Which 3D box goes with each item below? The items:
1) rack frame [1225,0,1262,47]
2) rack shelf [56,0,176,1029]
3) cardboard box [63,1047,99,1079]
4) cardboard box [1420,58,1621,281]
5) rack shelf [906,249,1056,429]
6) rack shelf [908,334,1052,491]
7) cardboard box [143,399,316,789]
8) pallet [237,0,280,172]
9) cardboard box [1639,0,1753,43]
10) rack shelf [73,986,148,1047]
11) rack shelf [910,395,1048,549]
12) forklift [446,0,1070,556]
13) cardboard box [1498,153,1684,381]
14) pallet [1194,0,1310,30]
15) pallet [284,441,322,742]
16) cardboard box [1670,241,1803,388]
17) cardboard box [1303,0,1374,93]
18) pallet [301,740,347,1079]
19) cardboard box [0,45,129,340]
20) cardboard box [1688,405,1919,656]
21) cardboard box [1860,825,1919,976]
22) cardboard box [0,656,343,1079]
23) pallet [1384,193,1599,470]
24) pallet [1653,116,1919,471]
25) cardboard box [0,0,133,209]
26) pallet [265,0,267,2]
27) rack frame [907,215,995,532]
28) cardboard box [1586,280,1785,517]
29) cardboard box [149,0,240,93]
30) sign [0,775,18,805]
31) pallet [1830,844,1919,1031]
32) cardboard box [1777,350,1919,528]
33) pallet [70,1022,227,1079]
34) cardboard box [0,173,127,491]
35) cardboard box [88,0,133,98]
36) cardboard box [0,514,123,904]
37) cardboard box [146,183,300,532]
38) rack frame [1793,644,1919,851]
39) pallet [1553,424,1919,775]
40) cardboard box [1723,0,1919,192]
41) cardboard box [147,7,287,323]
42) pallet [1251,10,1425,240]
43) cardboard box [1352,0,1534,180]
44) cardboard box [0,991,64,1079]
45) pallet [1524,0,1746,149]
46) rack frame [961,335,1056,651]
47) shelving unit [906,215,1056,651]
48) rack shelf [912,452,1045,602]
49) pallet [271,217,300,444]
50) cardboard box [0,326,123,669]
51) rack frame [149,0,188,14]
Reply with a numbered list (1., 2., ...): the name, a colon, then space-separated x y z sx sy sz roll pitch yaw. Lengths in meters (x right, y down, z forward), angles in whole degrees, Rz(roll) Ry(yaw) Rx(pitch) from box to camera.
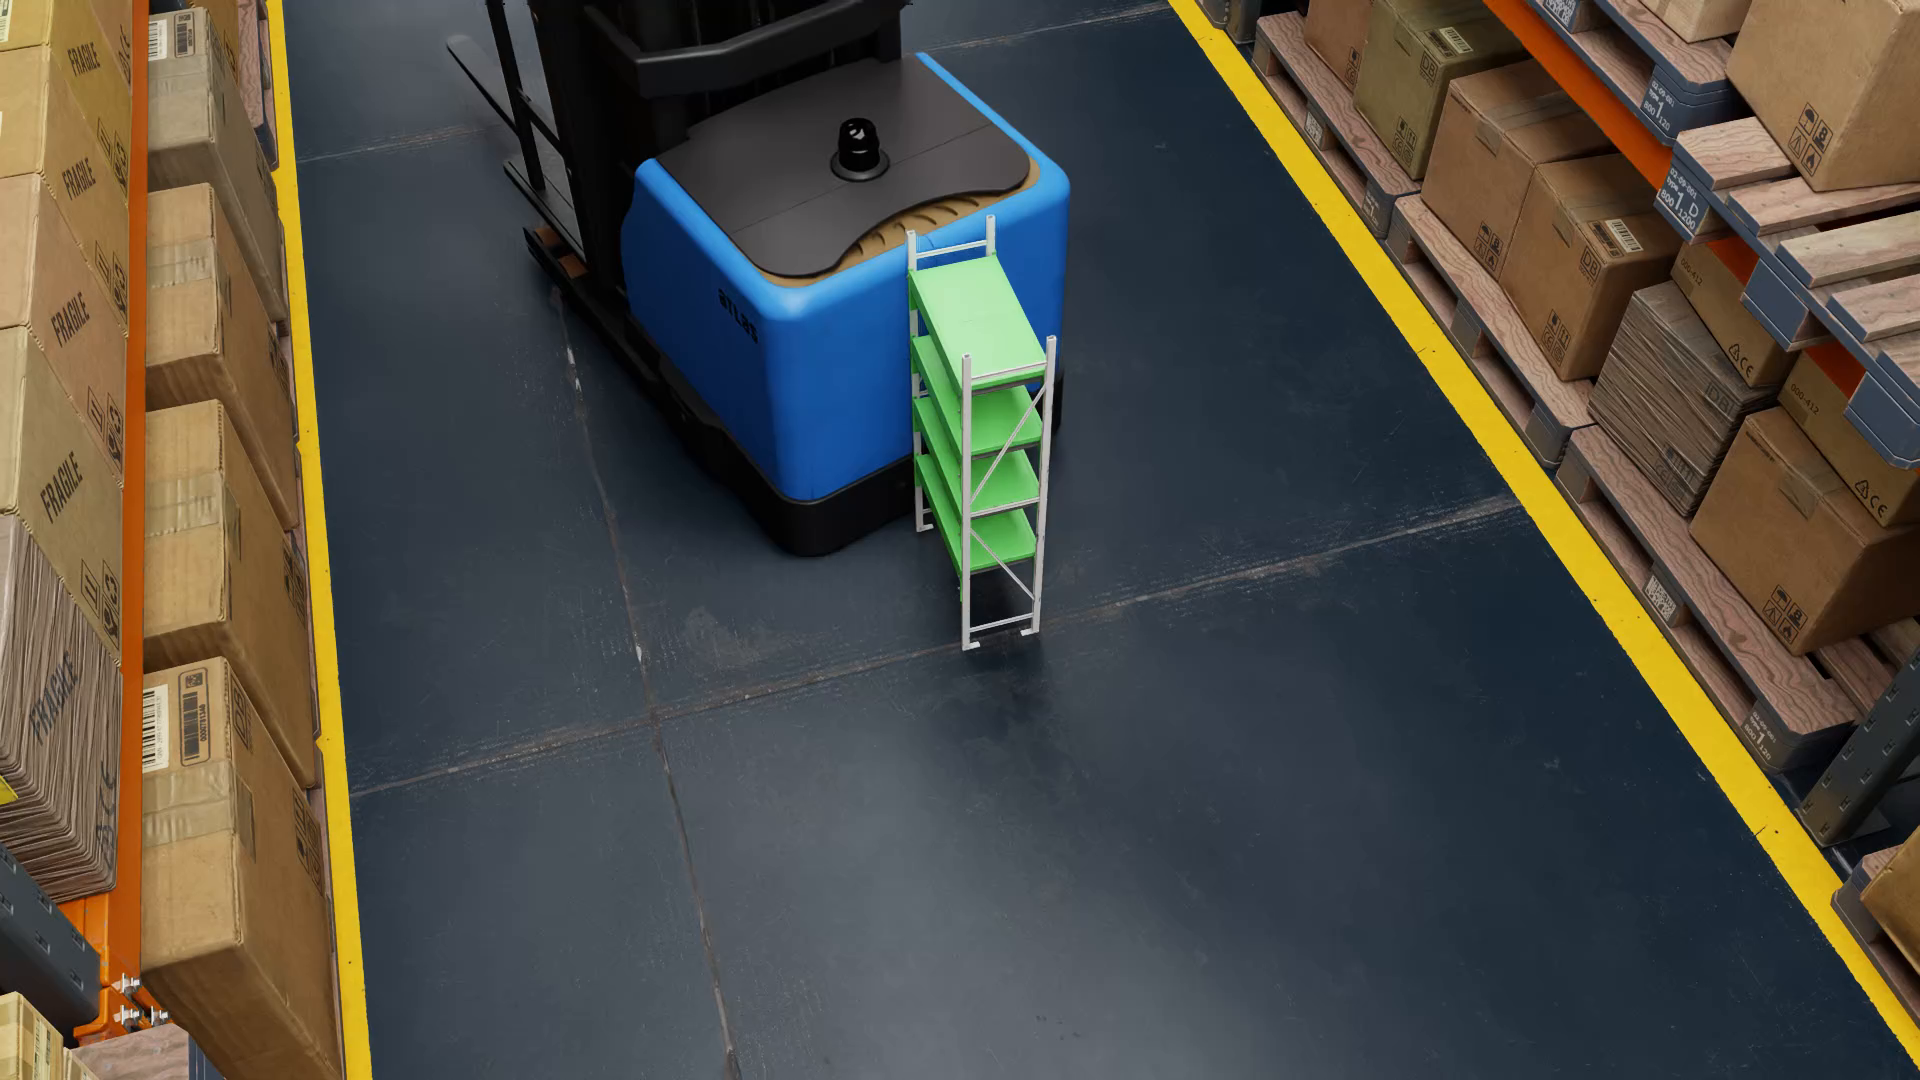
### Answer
1. rack frame: 1.623 -3.201 5.986 1.000 3.000 0.127 -13 51 -11
2. rack shelf: -2.553 -0.460 4.147 1.077 0.370 4.000 -13 51 -11
3. cardboard box: -1.381 0.876 2.245 0.380 0.149 0.250 -12 51 -10
4. cardboard box: 2.073 -1.322 5.750 0.700 0.500 0.500 -17 52 -14
5. rack shelf: 0.049 -0.534 4.371 0.258 0.148 0.480 -13 51 -11
6. rack shelf: 0.049 -0.379 4.555 0.258 0.148 0.480 -13 51 -11
7. cardboard box: -2.318 0.255 4.270 1.050 0.750 0.750 -13 51 -10
8. pallet: -3.295 -1.827 6.652 1.003 0.211 1.213 -13 51 -11
9. cardboard box: 2.055 -1.528 4.389 0.396 0.266 0.258 -15 51 -12
10. rack shelf: -1.370 2.461 1.684 1.077 0.370 4.000 -13 51 -11
11. rack shelf: 0.049 -0.225 4.738 0.258 0.148 0.480 -13 51 -11
12. forklift: -0.918 -1.998 5.017 1.130 2.935 3.031 -28 55 -22
13. cardboard box: 2.238 -0.915 5.406 0.700 0.500 0.500 -9 51 -8
14. pallet: 1.391 -2.784 7.459 1.003 0.211 1.213 -13 51 -11
15. pallet: -2.480 0.185 4.956 1.003 0.211 1.213 -13 51 -11
16. cardboard box: 2.413 -0.725 4.756 0.500 0.250 0.500 -8 50 -7
17. cardboard box: 1.784 -2.083 6.392 0.700 0.500 0.500 -17 52 -14
18. pallet: -2.123 1.074 4.206 1.003 0.211 1.213 -13 51 -11
19. cardboard box: -2.284 -0.756 3.860 0.500 0.500 0.500 -14 51 -11
20. cardboard box: 2.589 -0.100 4.720 0.700 0.500 0.500 -16 52 -13
21. cardboard box: 2.990 0.779 3.746 1.225 0.875 0.875 -15 52 -13
22. cardboard box: -2.056 0.893 3.732 1.050 0.750 0.750 -14 51 -11
23. pallet: 2.219 -0.841 5.821 1.003 0.211 1.213 -13 51 -11
24. pallet: 2.494 -0.714 4.015 1.213 0.211 1.003 -13 51 -11
25. cardboard box: -2.436 -1.126 4.172 0.500 0.500 0.500 -13 51 -11
26. pallet: -3.659 -2.720 7.405 1.003 0.211 1.213 -13 51 -11
27. rack frame: -0.023 -0.444 4.840 0.240 1.200 0.015 -13 51 -11
28. cardboard box: 2.413 -0.502 5.059 0.700 0.500 0.500 -17 52 -14
29. cardboard box: -3.264 -2.079 6.155 0.875 0.875 0.875 -13 51 -10
30. sign: -1.446 0.291 2.337 0.100 0.325 0.005 -13 51 -11
31. pallet: 2.967 1.213 4.090 1.003 0.211 1.213 -13 51 -11
32. cardboard box: 2.579 -0.339 4.431 0.500 0.250 0.500 -11 51 -9
33. pallet: -1.649 1.327 2.295 1.213 0.211 1.003 -13 51 -11
34. cardboard box: -2.139 -0.392 3.553 0.500 0.500 0.500 -13 51 -11
35. cardboard box: -2.586 -1.495 4.483 0.500 0.500 0.500 -14 51 -11
36. cardboard box: -1.837 0.347 2.930 0.500 0.500 0.500 -13 51 -11
37. cardboard box: -2.594 -0.425 4.843 1.050 0.750 0.750 -13 51 -11
38. rack frame: 2.806 -0.279 3.523 1.000 3.000 0.127 -13 51 -11
39. pallet: 2.576 0.049 5.071 1.003 0.211 1.213 -13 51 -11
40. cardboard box: 2.348 -1.217 3.974 0.700 0.500 0.500 -7 50 -6
41. cardboard box: -2.875 -1.130 5.438 1.050 0.750 0.750 -14 51 -11
42. pallet: 1.855 -1.733 6.573 1.003 0.211 1.213 -13 51 -11
43. cardboard box: 1.907 -1.731 6.094 0.700 0.500 0.500 -14 51 -11
44. cardboard box: -1.379 0.777 2.134 0.380 0.149 0.250 -15 52 -12
45. pallet: 2.182 -1.654 4.808 1.003 0.211 1.213 -13 51 -11
46. rack frame: 0.121 -0.088 4.539 0.240 1.200 0.015 -13 51 -11
47. shelving unit: 0.049 -0.266 4.689 0.258 1.200 0.503 -13 51 -11
48. rack shelf: 0.049 -0.070 4.922 0.258 0.148 0.480 -13 51 -11
49. pallet: -2.845 -0.708 5.708 1.003 0.211 1.213 -13 51 -11
50. cardboard box: -1.990 -0.023 3.242 0.500 0.500 0.500 -14 51 -11
51. rack frame: -3.145 -2.153 5.103 1.000 3.000 0.127 -13 51 -11
